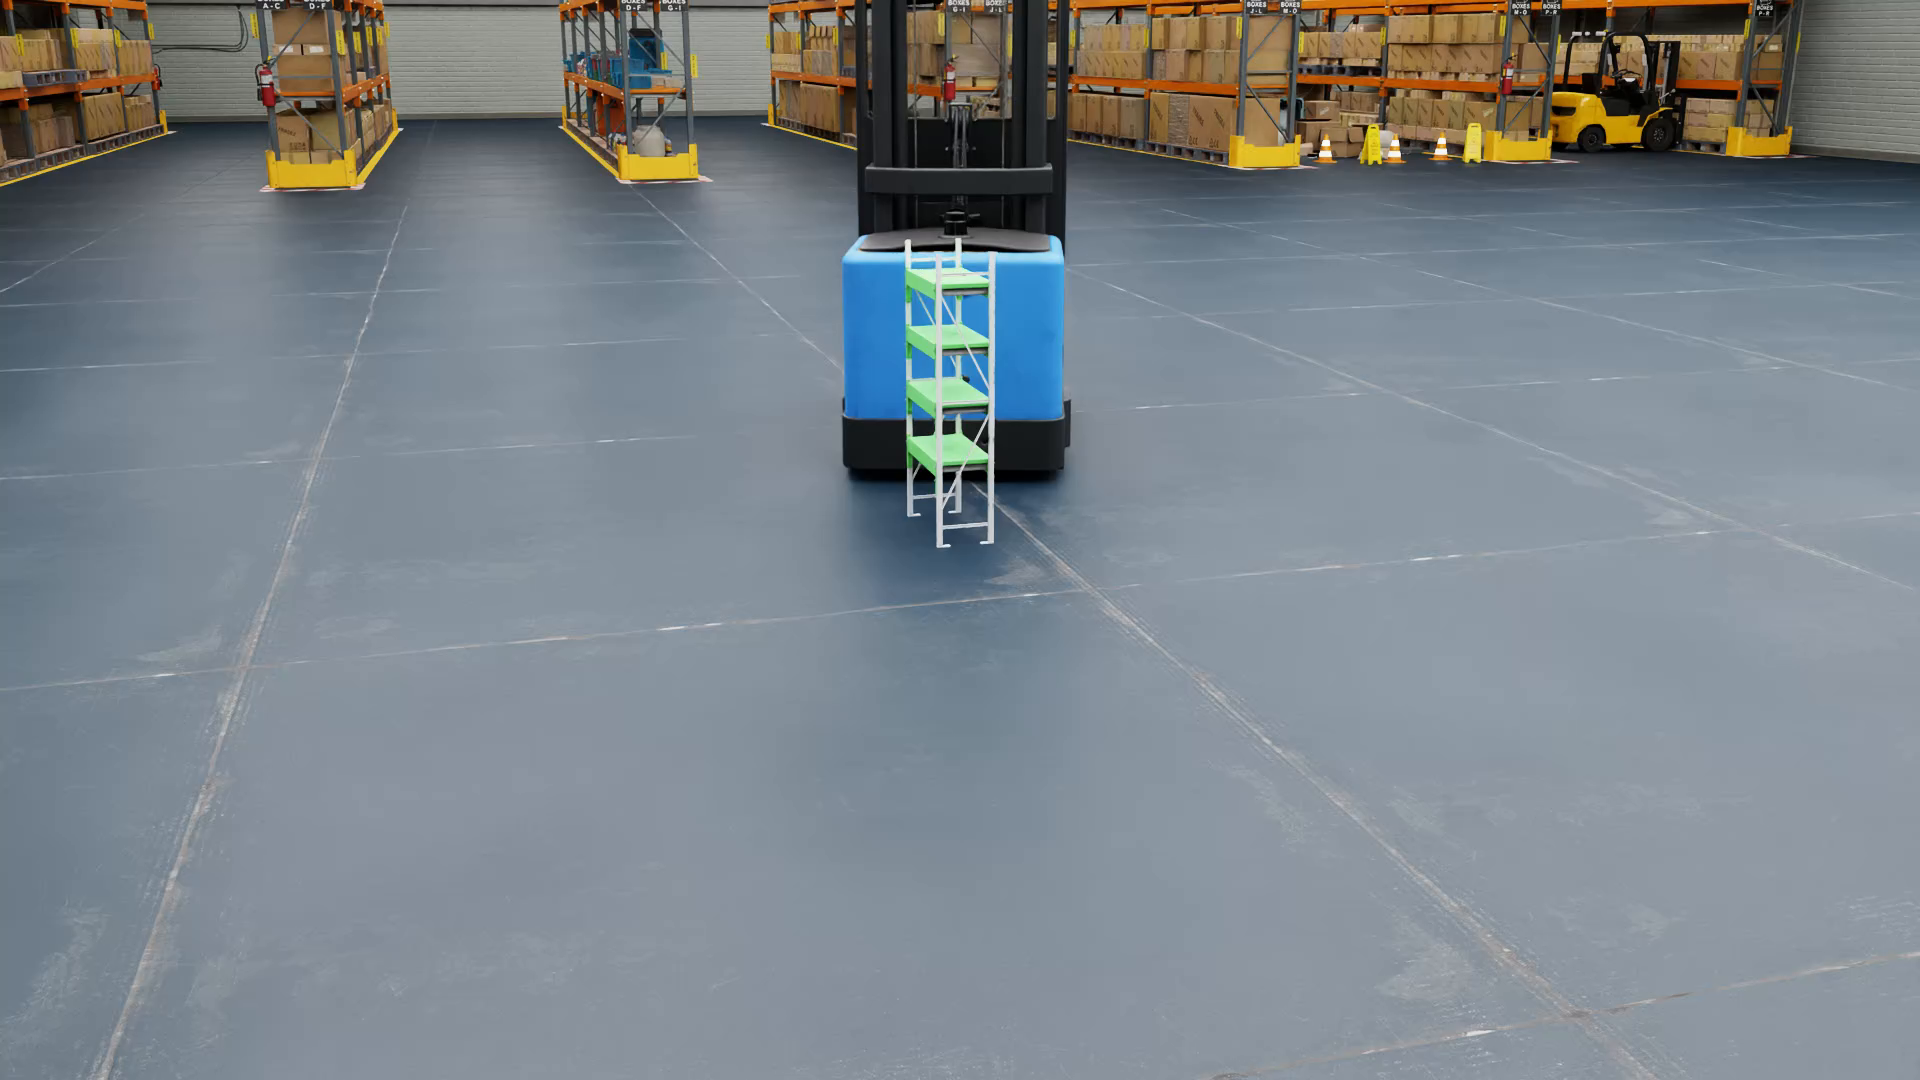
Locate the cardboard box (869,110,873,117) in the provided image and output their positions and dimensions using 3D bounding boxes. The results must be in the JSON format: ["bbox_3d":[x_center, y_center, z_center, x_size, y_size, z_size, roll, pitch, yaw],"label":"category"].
[{"bbox_3d":[-1.414,-8.036,32.072,0.700,0.500,0.500,-3,17,-11],"label":"cardboard box"}]

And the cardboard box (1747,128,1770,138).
[{"bbox_3d":[14.607,-7.515,30.806,0.500,0.250,0.500,-5,17,-15],"label":"cardboard box"}]

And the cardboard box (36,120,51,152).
[{"bbox_3d":[-15.643,-6.733,27.734,0.700,0.500,0.500,-4,17,-15],"label":"cardboard box"}]

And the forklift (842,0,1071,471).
[{"bbox_3d":[0.020,-2.098,8.842,1.130,2.935,3.031,1,17,2],"label":"forklift"}]

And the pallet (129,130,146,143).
[{"bbox_3d":[-17.465,-8.328,34.310,1.003,0.211,1.213,-5,17,-15],"label":"pallet"}]

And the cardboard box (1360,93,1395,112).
[{"bbox_3d":[10.717,-11.206,42.658,0.700,0.500,0.500,-5,18,-17],"label":"cardboard box"}]

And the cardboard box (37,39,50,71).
[{"bbox_3d":[-15.729,-8.127,27.855,0.700,0.500,0.500,-5,17,-15],"label":"cardboard box"}]

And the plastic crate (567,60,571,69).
[{"bbox_3d":[-8.792,-10.827,37.968,0.416,0.233,0.300,-5,17,-15],"label":"plastic crate"}]

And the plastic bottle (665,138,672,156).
[{"bbox_3d":[-4.707,-6.341,26.826,0.097,0.271,0.097,0,17,0],"label":"plastic bottle"}]

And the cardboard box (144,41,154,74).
[{"bbox_3d":[-18.281,-10.557,36.361,0.980,0.700,0.700,-4,17,-13],"label":"cardboard box"}]

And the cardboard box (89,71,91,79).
[{"bbox_3d":[-16.480,-8.693,31.079,0.380,0.149,0.250,-4,17,-14],"label":"cardboard box"}]

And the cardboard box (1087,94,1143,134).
[{"bbox_3d":[3.177,-8.586,33.502,1.050,0.750,0.750,-4,17,-14],"label":"cardboard box"}]

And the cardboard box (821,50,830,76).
[{"bbox_3d":[-2.595,-9.962,34.728,0.500,0.500,0.500,-5,18,-17],"label":"cardboard box"}]

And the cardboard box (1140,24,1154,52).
[{"bbox_3d":[3.810,-9.437,31.242,0.700,0.500,0.500,-5,17,-16],"label":"cardboard box"}]

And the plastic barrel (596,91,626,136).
[{"bbox_3d":[-6.857,-8.420,32.810,0.600,0.830,0.708,-5,17,-15],"label":"plastic barrel"}]

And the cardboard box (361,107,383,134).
[{"bbox_3d":[-11.751,-8.323,33.025,0.500,0.500,0.500,-5,18,-17],"label":"cardboard box"}]

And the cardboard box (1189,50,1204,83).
[{"bbox_3d":[4.515,-8.296,29.096,0.875,0.550,0.500,-5,17,-15],"label":"cardboard box"}]

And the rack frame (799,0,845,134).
[{"bbox_3d":[-3.043,-10.622,37.099,1.000,3.000,0.127,-5,17,-15],"label":"rack frame"}]

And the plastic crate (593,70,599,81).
[{"bbox_3d":[-6.357,-8.375,29.988,0.450,0.188,0.662,-5,17,-15],"label":"plastic crate"}]

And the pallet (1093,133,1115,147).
[{"bbox_3d":[3.328,-7.983,33.162,1.003,0.211,1.213,-5,17,-15],"label":"pallet"}]

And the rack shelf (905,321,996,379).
[{"bbox_3d":[-0.045,-0.789,6.881,0.258,0.148,0.480,-5,17,-15],"label":"rack shelf"}]

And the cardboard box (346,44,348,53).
[{"bbox_3d":[-10.090,-7.927,26.826,0.380,0.149,0.250,-5,17,-15],"label":"cardboard box"}]

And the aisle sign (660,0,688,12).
[{"bbox_3d":[-4.206,-8.159,24.382,0.394,0.787,0.004,-5,17,-15],"label":"aisle sign"}]

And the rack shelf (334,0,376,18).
[{"bbox_3d":[-12.020,-10.378,32.325,1.077,0.370,4.000,-5,17,-15],"label":"rack shelf"}]

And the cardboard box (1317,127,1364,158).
[{"bbox_3d":[6.866,-7.176,29.967,0.637,0.503,0.797,11,20,32],"label":"cardboard box"}]

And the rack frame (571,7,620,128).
[{"bbox_3d":[-7.806,-10.230,35.795,1.000,3.000,0.127,-5,17,-15],"label":"rack frame"}]

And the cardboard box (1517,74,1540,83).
[{"bbox_3d":[9.888,-8.076,29.060,0.380,0.149,0.250,-5,17,-15],"label":"cardboard box"}]

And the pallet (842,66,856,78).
[{"bbox_3d":[-1.646,-9.235,32.815,1.213,0.211,1.003,-5,17,-15],"label":"pallet"}]

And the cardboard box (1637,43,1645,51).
[{"bbox_3d":[13.457,-9.620,32.462,0.380,0.149,0.250,-4,17,-14],"label":"cardboard box"}]

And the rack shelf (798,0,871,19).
[{"bbox_3d":[-2.494,-11.161,34.929,1.077,0.370,4.000,-5,17,-15],"label":"rack shelf"}]

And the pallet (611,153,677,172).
[{"bbox_3d":[-5.124,-6.155,27.075,1.003,0.211,1.213,-5,17,-15],"label":"pallet"}]

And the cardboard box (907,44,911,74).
[{"bbox_3d":[-0.443,-8.198,28.341,0.875,0.500,0.500,-5,17,-15],"label":"cardboard box"}]

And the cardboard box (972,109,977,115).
[{"bbox_3d":[0.490,-10.758,41.778,0.380,0.149,0.250,-4,17,-14],"label":"cardboard box"}]

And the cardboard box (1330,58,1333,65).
[{"bbox_3d":[7.883,-9.902,34.408,0.380,0.149,0.250,-4,17,-13],"label":"cardboard box"}]

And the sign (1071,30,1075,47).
[{"bbox_3d":[2.333,-10.351,34.321,0.100,0.325,0.005,-5,17,-15],"label":"sign"}]

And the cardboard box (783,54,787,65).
[{"bbox_3d":[-3.838,-11.218,38.828,0.500,0.250,0.500,-5,17,-16],"label":"cardboard box"}]

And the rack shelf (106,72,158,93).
[{"bbox_3d":[-17.881,-9.656,35.133,1.077,0.370,4.000,-5,17,-15],"label":"rack shelf"}]

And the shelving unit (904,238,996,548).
[{"bbox_3d":[-0.045,-0.620,6.932,0.258,1.200,0.503,-5,17,-15],"label":"shelving unit"}]

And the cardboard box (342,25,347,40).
[{"bbox_3d":[-12.957,-10.486,34.734,0.500,0.500,0.500,-5,17,-15],"label":"cardboard box"}]

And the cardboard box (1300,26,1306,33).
[{"bbox_3d":[7.191,-10.948,36.273,0.500,0.500,0.500,-5,17,-17],"label":"cardboard box"}]

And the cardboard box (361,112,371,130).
[{"bbox_3d":[-10.804,-7.478,29.706,0.500,0.311,0.500,-5,17,-16],"label":"cardboard box"}]

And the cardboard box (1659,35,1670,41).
[{"bbox_3d":[13.688,-9.625,31.963,0.380,0.149,0.250,-5,17,-15],"label":"cardboard box"}]

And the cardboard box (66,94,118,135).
[{"bbox_3d":[-16.781,-8.203,32.054,0.750,0.750,0.750,-4,17,-14],"label":"cardboard box"}]

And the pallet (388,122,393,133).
[{"bbox_3d":[-13.428,-9.369,37.776,1.003,0.211,1.213,-5,17,-15],"label":"pallet"}]

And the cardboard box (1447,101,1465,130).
[{"bbox_3d":[9.165,-7.674,30.033,0.500,0.500,0.500,-4,17,-13],"label":"cardboard box"}]

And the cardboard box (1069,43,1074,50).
[{"bbox_3d":[2.277,-10.345,34.849,0.380,0.149,0.250,-5,18,-17],"label":"cardboard box"}]

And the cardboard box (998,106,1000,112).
[{"bbox_3d":[1.121,-10.319,39.799,0.380,0.149,0.250,-4,17,-14],"label":"cardboard box"}]

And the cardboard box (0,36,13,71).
[{"bbox_3d":[-14.563,-7.287,24.920,0.500,0.500,0.500,-5,17,-16],"label":"cardboard box"}]

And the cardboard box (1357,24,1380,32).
[{"bbox_3d":[8.138,-10.194,33.126,0.380,0.149,0.250,-5,17,-17],"label":"cardboard box"}]

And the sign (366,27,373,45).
[{"bbox_3d":[-10.937,-9.332,30.794,0.100,0.325,0.005,-5,17,-15],"label":"sign"}]

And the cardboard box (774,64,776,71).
[{"bbox_3d":[-4.291,-11.413,40.169,0.380,0.149,0.250,-5,17,-16],"label":"cardboard box"}]

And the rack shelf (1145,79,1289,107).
[{"bbox_3d":[4.502,-7.875,29.206,1.077,0.370,4.000,-5,17,-15],"label":"rack shelf"}]

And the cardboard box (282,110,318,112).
[{"bbox_3d":[-10.269,-6.441,25.925,0.500,0.500,0.500,-5,17,-15],"label":"cardboard box"}]

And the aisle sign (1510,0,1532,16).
[{"bbox_3d":[9.521,-9.291,28.150,0.394,0.787,0.004,-5,17,-15],"label":"aisle sign"}]
